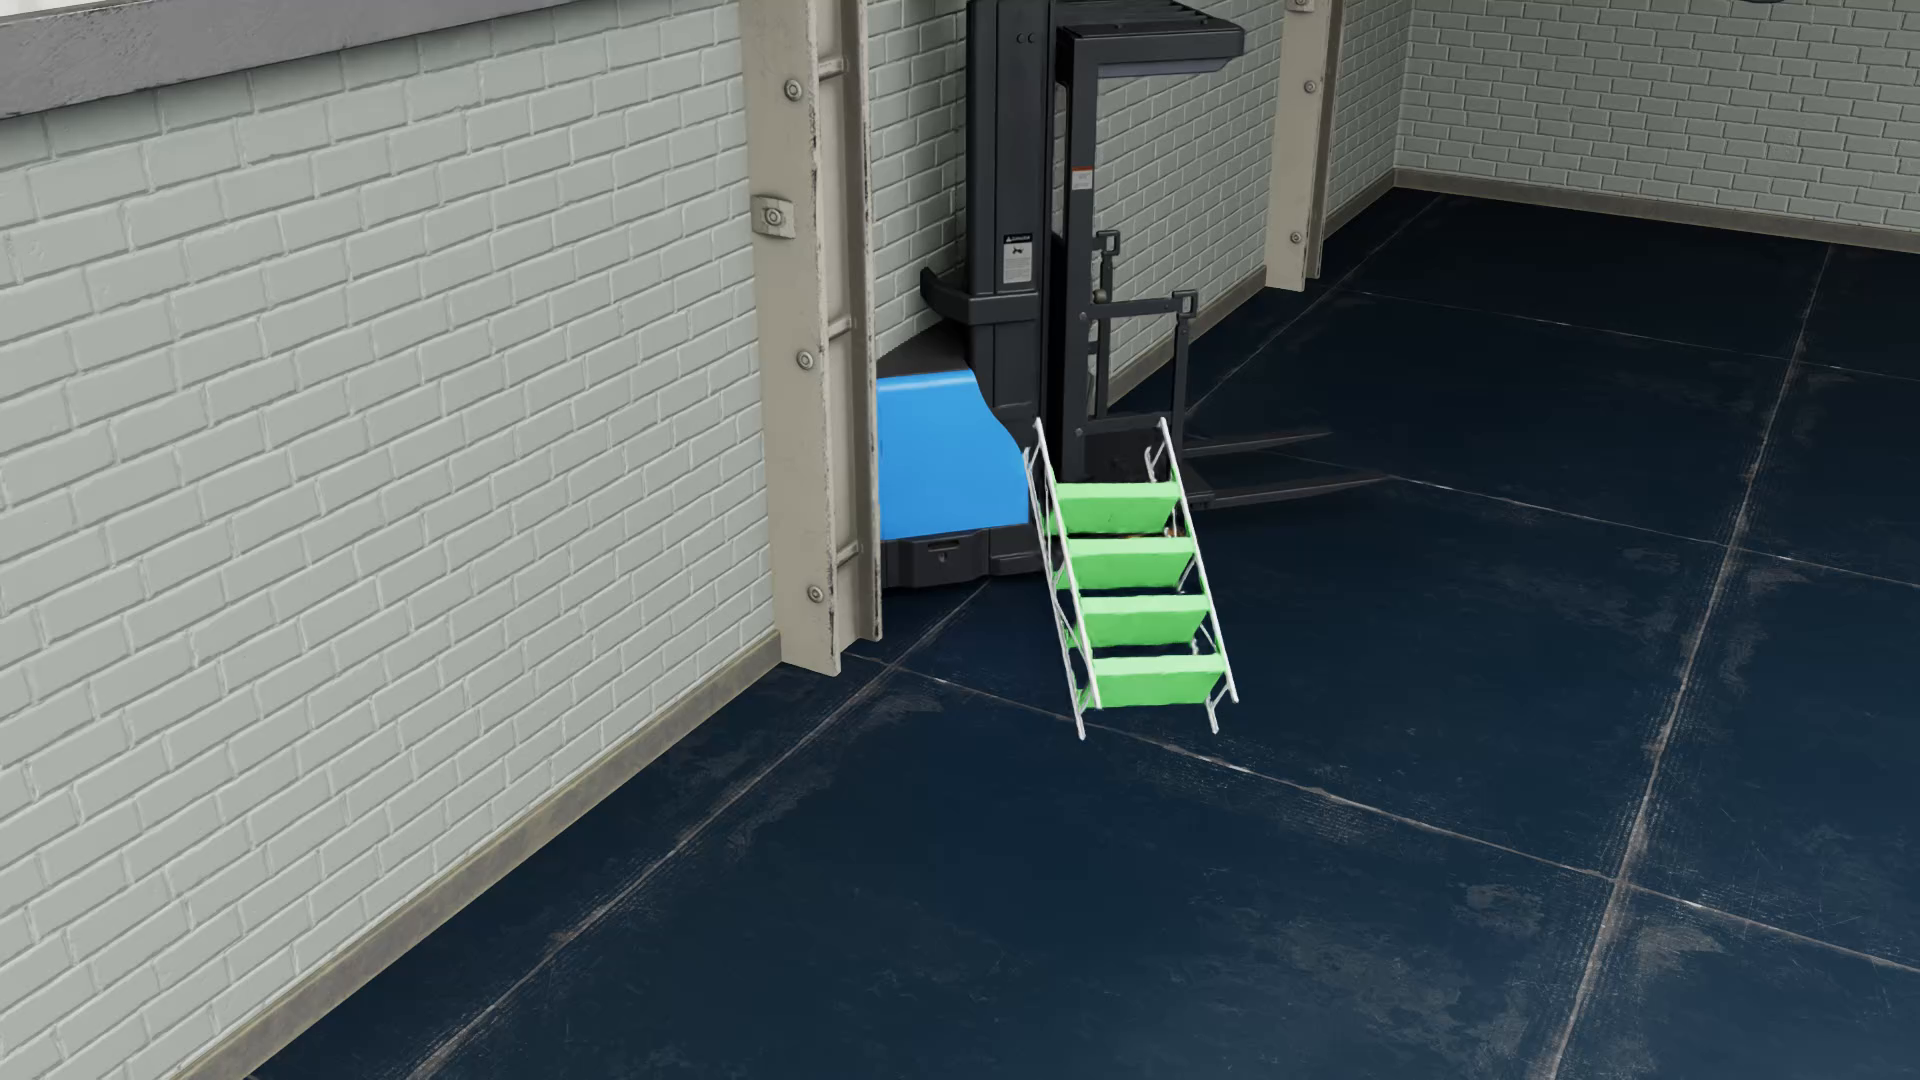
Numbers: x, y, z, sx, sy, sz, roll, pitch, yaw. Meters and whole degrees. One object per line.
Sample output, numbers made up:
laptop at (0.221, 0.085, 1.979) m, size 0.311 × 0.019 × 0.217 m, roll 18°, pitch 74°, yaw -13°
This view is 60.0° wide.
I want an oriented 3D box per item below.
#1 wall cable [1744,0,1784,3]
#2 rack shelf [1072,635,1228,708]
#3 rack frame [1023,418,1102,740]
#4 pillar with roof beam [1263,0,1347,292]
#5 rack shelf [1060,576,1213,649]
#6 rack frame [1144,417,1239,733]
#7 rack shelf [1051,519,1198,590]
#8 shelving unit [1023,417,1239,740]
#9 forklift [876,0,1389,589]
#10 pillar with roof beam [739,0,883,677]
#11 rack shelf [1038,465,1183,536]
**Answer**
wall cable at (4.980, -5.358, 12.370) m, size 3.097 × 2.526 × 0.112 m, roll 14°, pitch 30°, yaw 26°
rack shelf at (0.652, 0.462, 5.772) m, size 0.480 × 0.258 × 0.148 m, roll -1°, pitch 57°, yaw -14°
rack frame at (0.355, 0.117, 5.932) m, size 0.015 × 0.240 × 1.200 m, roll -1°, pitch 57°, yaw -14°
pillar with roof beam at (6.128, -4.942, 8.070) m, size 9.100 × 9.000 × 0.400 m, roll 14°, pitch 30°, yaw 26°
rack shelf at (0.617, 0.260, 5.897) m, size 0.480 × 0.258 × 0.148 m, roll -1°, pitch 57°, yaw -14°
rack frame at (0.829, 0.107, 6.047) m, size 0.015 × 0.240 × 1.200 m, roll -1°, pitch 57°, yaw -14°
rack shelf at (0.583, 0.059, 6.023) m, size 0.480 × 0.258 × 0.148 m, roll -1°, pitch 57°, yaw -14°
shelving unit at (0.592, 0.112, 5.989) m, size 0.503 × 0.258 × 1.200 m, roll -1°, pitch 57°, yaw -14°
forklift at (0.617, -1.388, 7.748) m, size 3.031 × 2.935 × 1.130 m, roll -7°, pitch 27°, yaw -14°
pillar with roof beam at (3.176, -2.604, 3.398) m, size 9.100 × 9.000 × 0.400 m, roll 14°, pitch 30°, yaw 26°
rack shelf at (0.548, -0.143, 6.148) m, size 0.480 × 0.258 × 0.148 m, roll -1°, pitch 57°, yaw -14°
